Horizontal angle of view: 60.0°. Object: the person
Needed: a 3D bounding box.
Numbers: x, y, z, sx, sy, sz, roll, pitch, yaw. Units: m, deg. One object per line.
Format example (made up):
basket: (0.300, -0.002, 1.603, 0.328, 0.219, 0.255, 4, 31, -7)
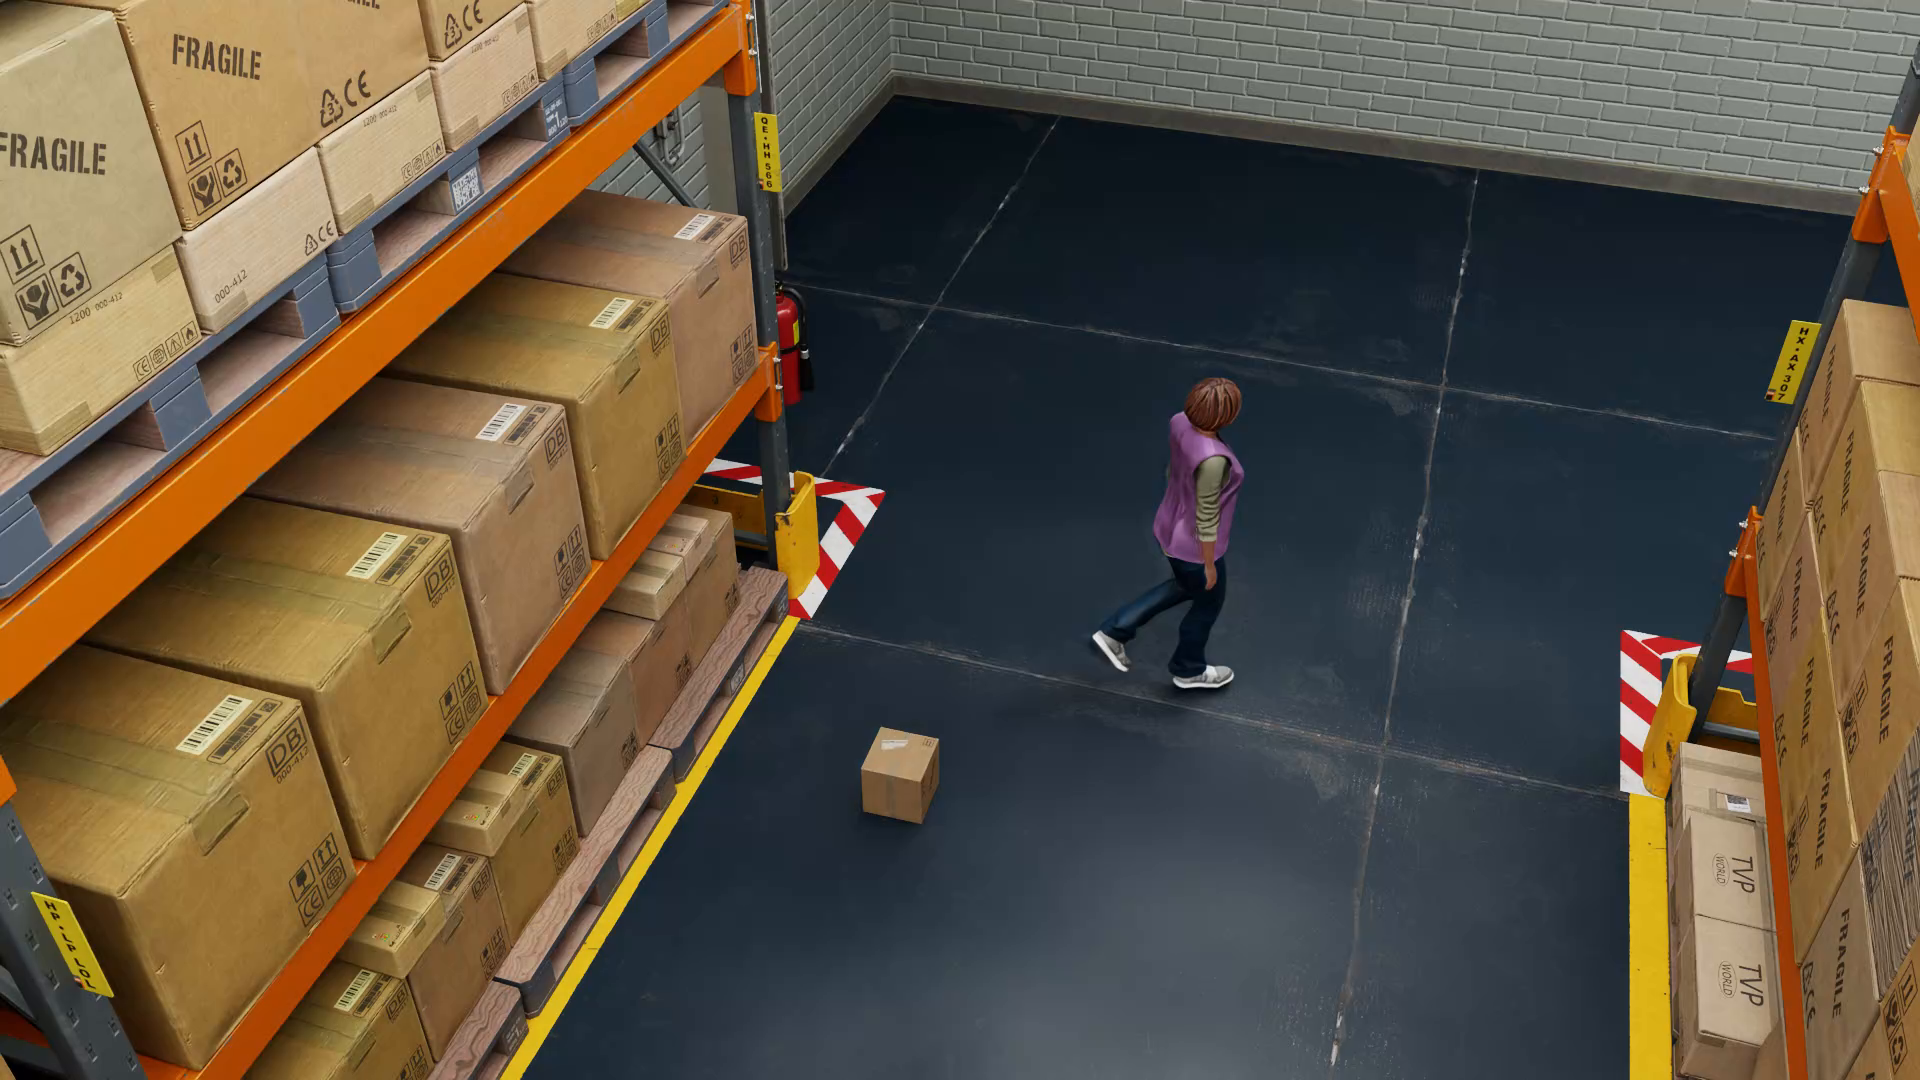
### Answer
person: (0.889, 0.002, 6.863, 0.629, 1.580, 0.425, -9, 38, -11)
